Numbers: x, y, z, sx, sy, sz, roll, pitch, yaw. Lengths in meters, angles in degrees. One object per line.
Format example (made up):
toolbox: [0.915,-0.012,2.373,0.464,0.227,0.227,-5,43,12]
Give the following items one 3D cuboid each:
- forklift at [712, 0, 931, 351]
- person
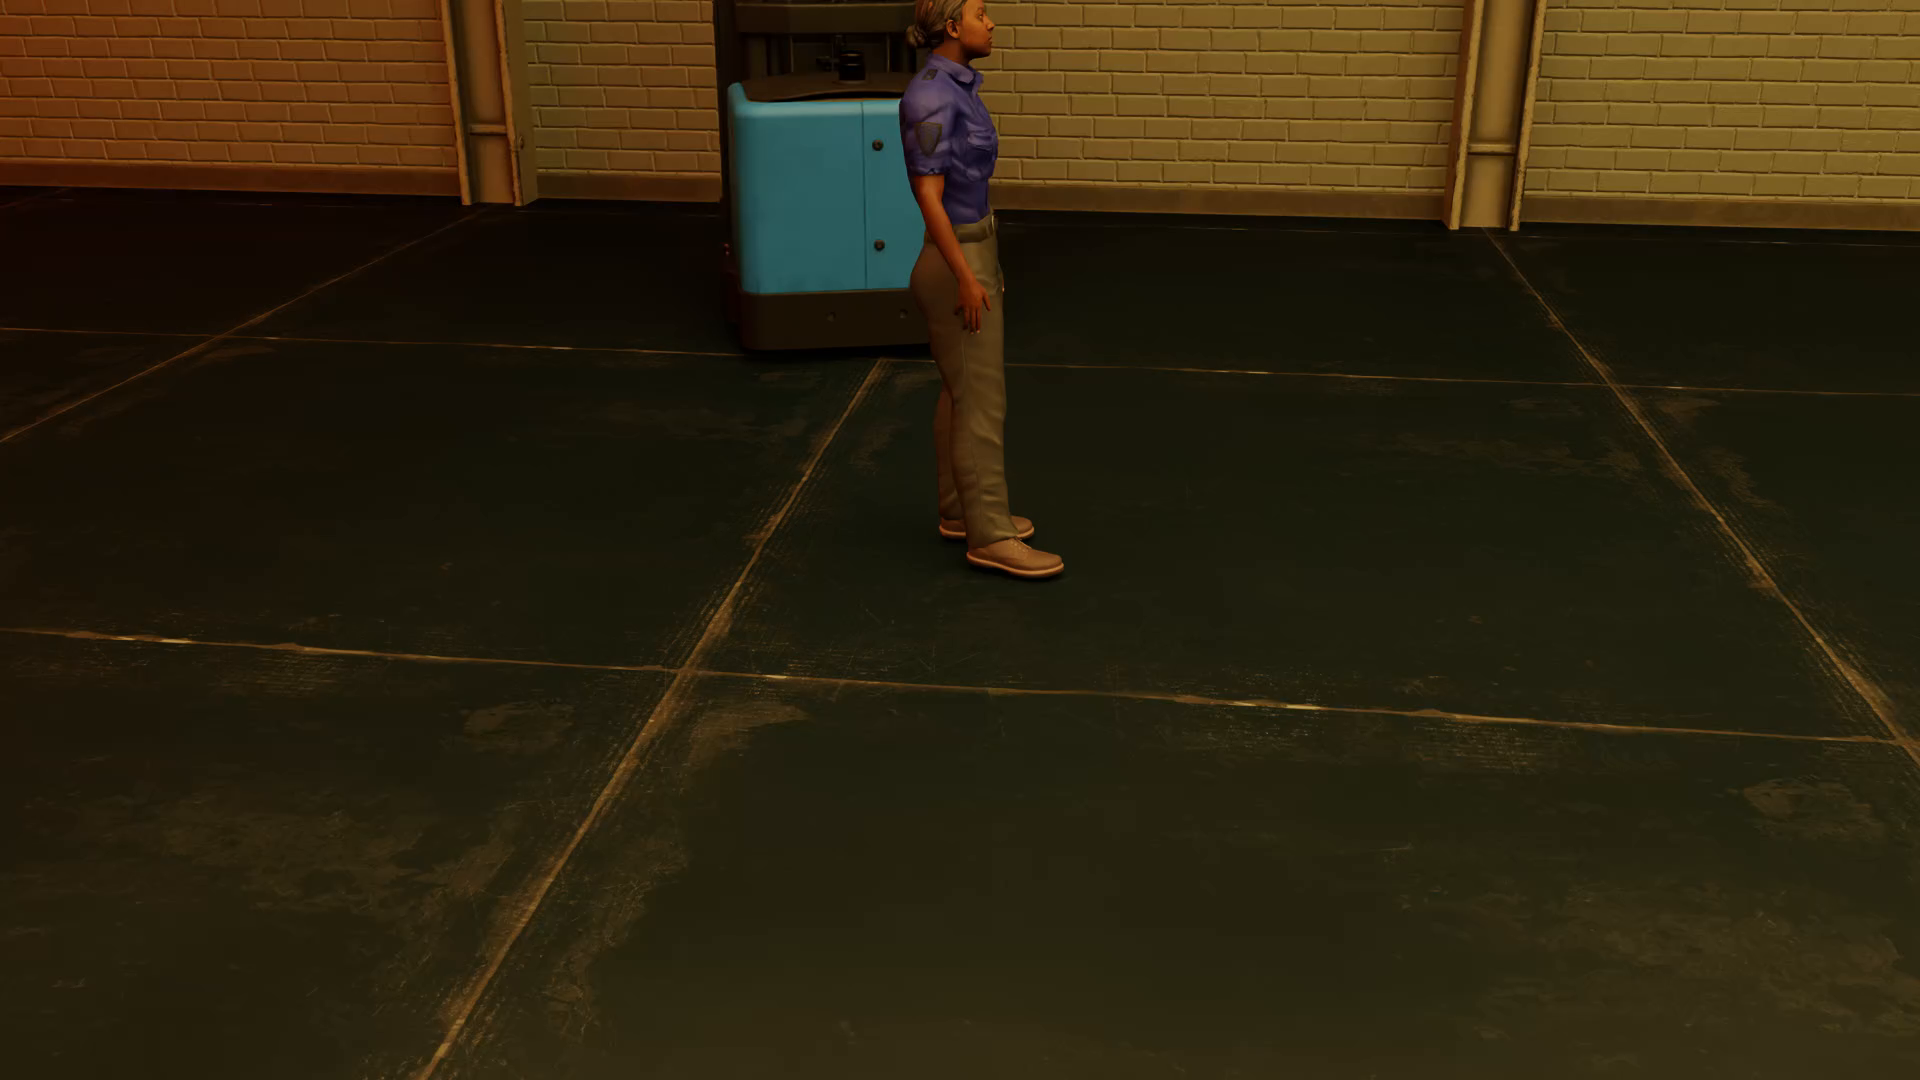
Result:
forklift: [-0.637,-2.666,7.875,1.130,2.935,3.031,-4,22,-9]
person: [0.085,-0.763,4.837,0.503,1.656,0.569,3,22,7]
